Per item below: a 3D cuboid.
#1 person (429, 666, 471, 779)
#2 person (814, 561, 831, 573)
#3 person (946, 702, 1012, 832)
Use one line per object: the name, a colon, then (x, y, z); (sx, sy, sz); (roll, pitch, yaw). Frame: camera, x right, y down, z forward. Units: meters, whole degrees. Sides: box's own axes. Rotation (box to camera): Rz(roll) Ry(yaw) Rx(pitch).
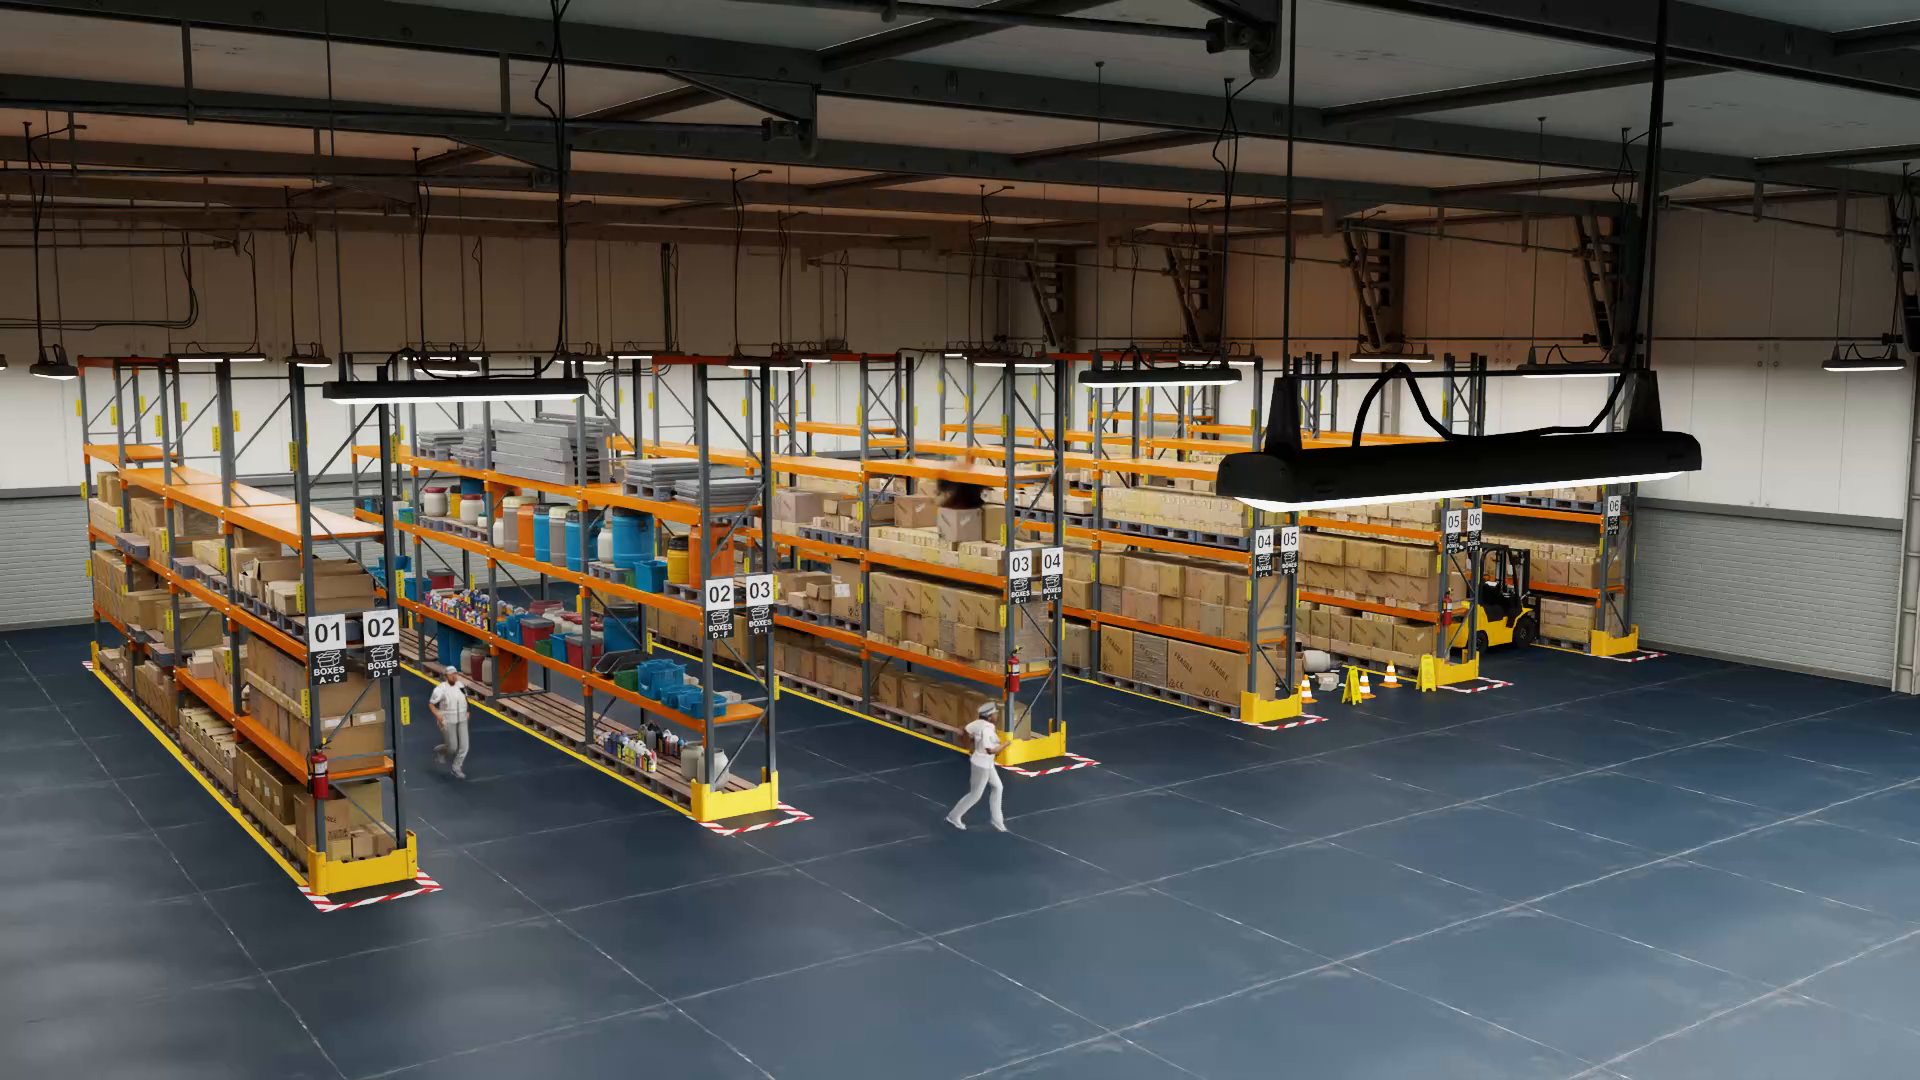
person: (-7.378, 2.629, 24.122); (0.575, 1.617, 0.614); (7, 10, 44)
person: (-3.424, 0.409, 41.816); (0.887, 1.802, 0.730); (0, 7, 3)
person: (0.240, 2.940, 21.272); (0.845, 1.767, 0.562); (0, 7, -3)
